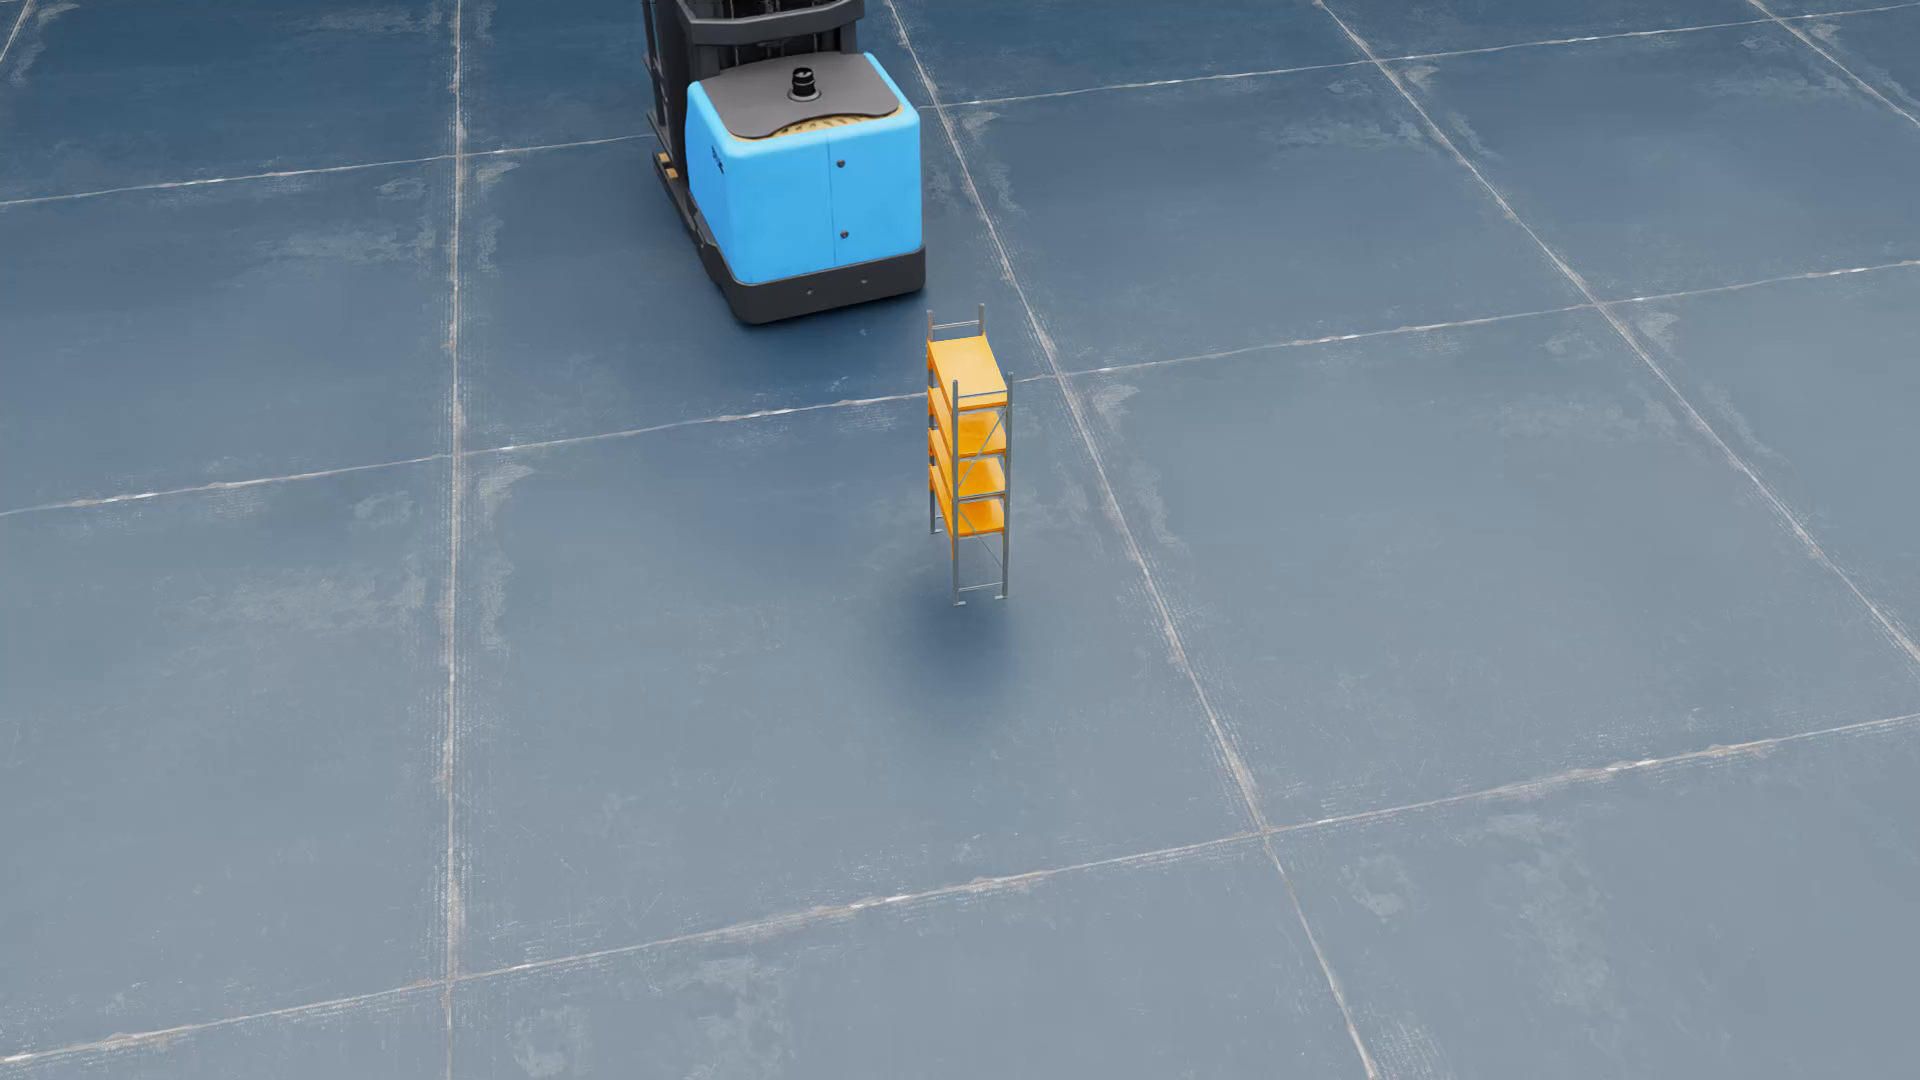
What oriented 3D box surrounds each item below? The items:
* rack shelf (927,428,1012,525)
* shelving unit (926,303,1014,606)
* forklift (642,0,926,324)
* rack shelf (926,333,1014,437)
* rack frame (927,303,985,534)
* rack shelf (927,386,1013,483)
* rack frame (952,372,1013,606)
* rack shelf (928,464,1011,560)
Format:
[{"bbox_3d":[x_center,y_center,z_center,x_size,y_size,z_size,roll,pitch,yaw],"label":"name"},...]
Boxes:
[{"bbox_3d":[0.036,-0.291,7.057,0.258,0.148,0.480,-8,42,-9],"label":"rack shelf"},{"bbox_3d":[0.036,-0.341,7.013,0.258,1.200,0.503,-8,42,-9],"label":"shelving unit"},{"bbox_3d":[-1.188,-3.215,8.946,1.130,2.935,3.031,-14,44,-16],"label":"forklift"},{"bbox_3d":[0.036,-0.635,6.752,0.258,0.148,0.480,-8,42,-9],"label":"rack shelf"},{"bbox_3d":[-0.017,-0.500,7.191,0.240,1.200,0.015,-8,42,-9],"label":"rack frame"},{"bbox_3d":[0.036,-0.458,6.909,0.258,0.148,0.480,-8,42,-9],"label":"rack shelf"},{"bbox_3d":[0.088,-0.183,6.834,0.240,1.200,0.015,-8,42,-9],"label":"rack frame"},{"bbox_3d":[0.036,-0.143,7.189,0.258,0.148,0.480,-8,42,-9],"label":"rack shelf"}]
